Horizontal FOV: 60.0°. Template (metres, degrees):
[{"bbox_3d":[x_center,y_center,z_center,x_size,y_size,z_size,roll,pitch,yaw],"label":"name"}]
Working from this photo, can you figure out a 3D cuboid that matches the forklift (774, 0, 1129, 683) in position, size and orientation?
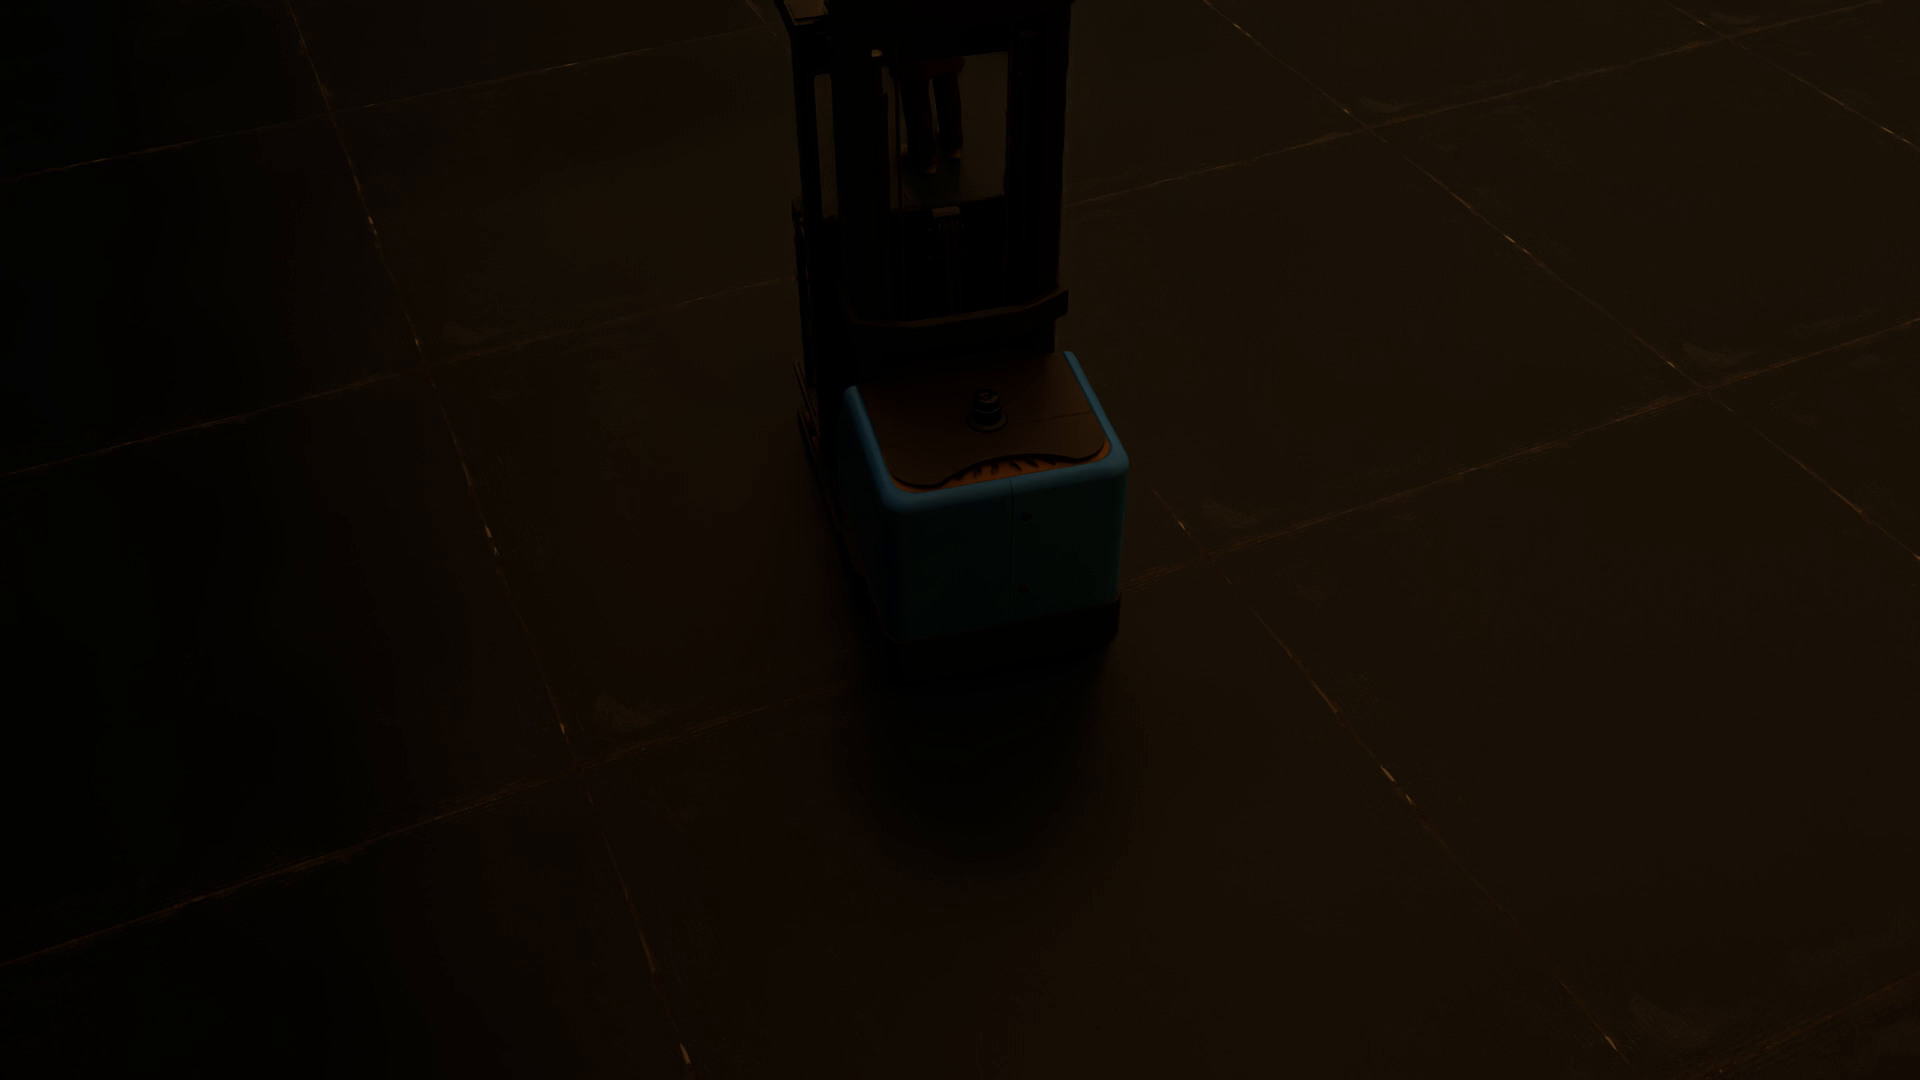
[{"bbox_3d":[-0.184,-1.486,7.273,1.130,2.935,3.031,-10,44,-11],"label":"forklift"}]

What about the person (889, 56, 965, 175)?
[{"bbox_3d":[-0.240,-3.002,9.735,0.693,1.780,0.572,-18,46,-18],"label":"person"}]
